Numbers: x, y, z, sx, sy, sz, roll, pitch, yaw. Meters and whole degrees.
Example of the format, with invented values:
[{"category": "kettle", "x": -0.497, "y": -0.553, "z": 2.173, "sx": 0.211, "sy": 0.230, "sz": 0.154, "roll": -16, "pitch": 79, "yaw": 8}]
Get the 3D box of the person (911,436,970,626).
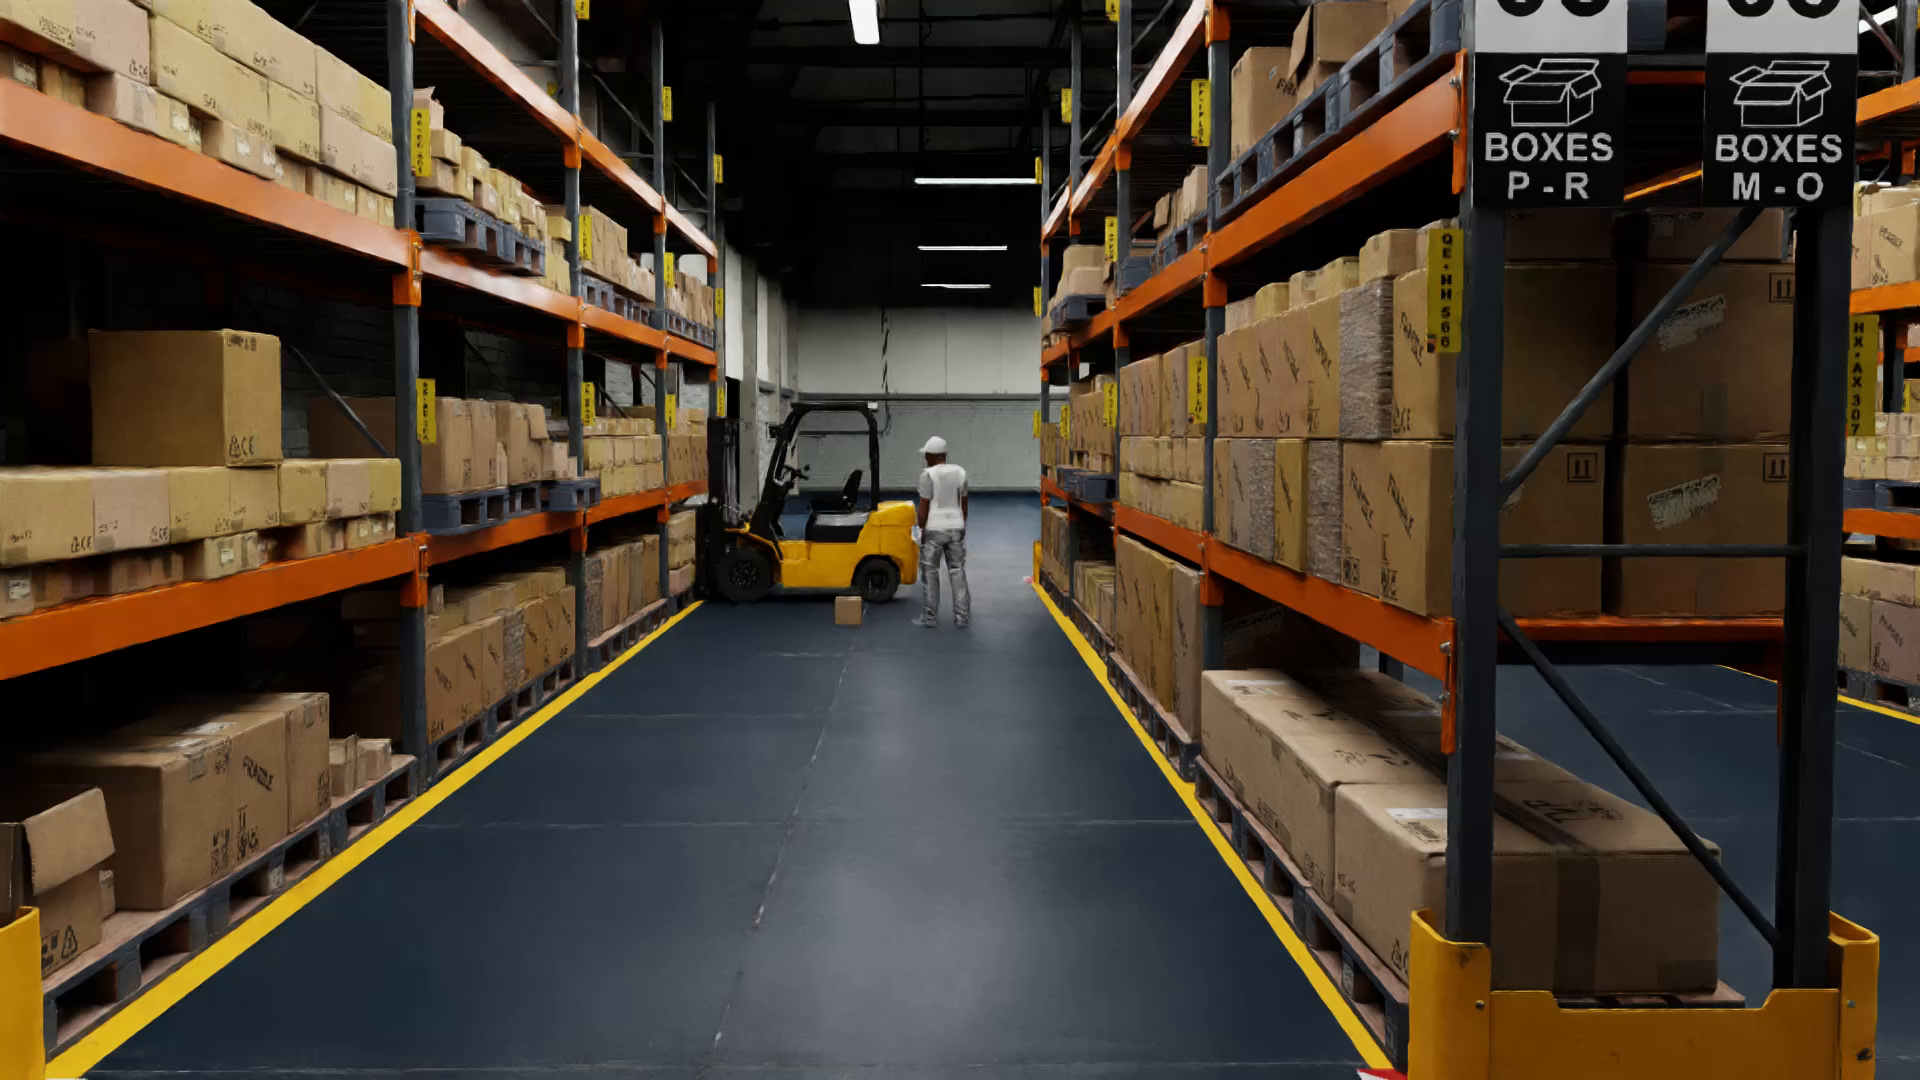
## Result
[{"category": "person", "x": -0.185, "y": -0.083, "z": 15.708, "sx": 0.566, "sy": 1.788, "sz": 0.534, "roll": -2, "pitch": 4, "yaw": -32}]
